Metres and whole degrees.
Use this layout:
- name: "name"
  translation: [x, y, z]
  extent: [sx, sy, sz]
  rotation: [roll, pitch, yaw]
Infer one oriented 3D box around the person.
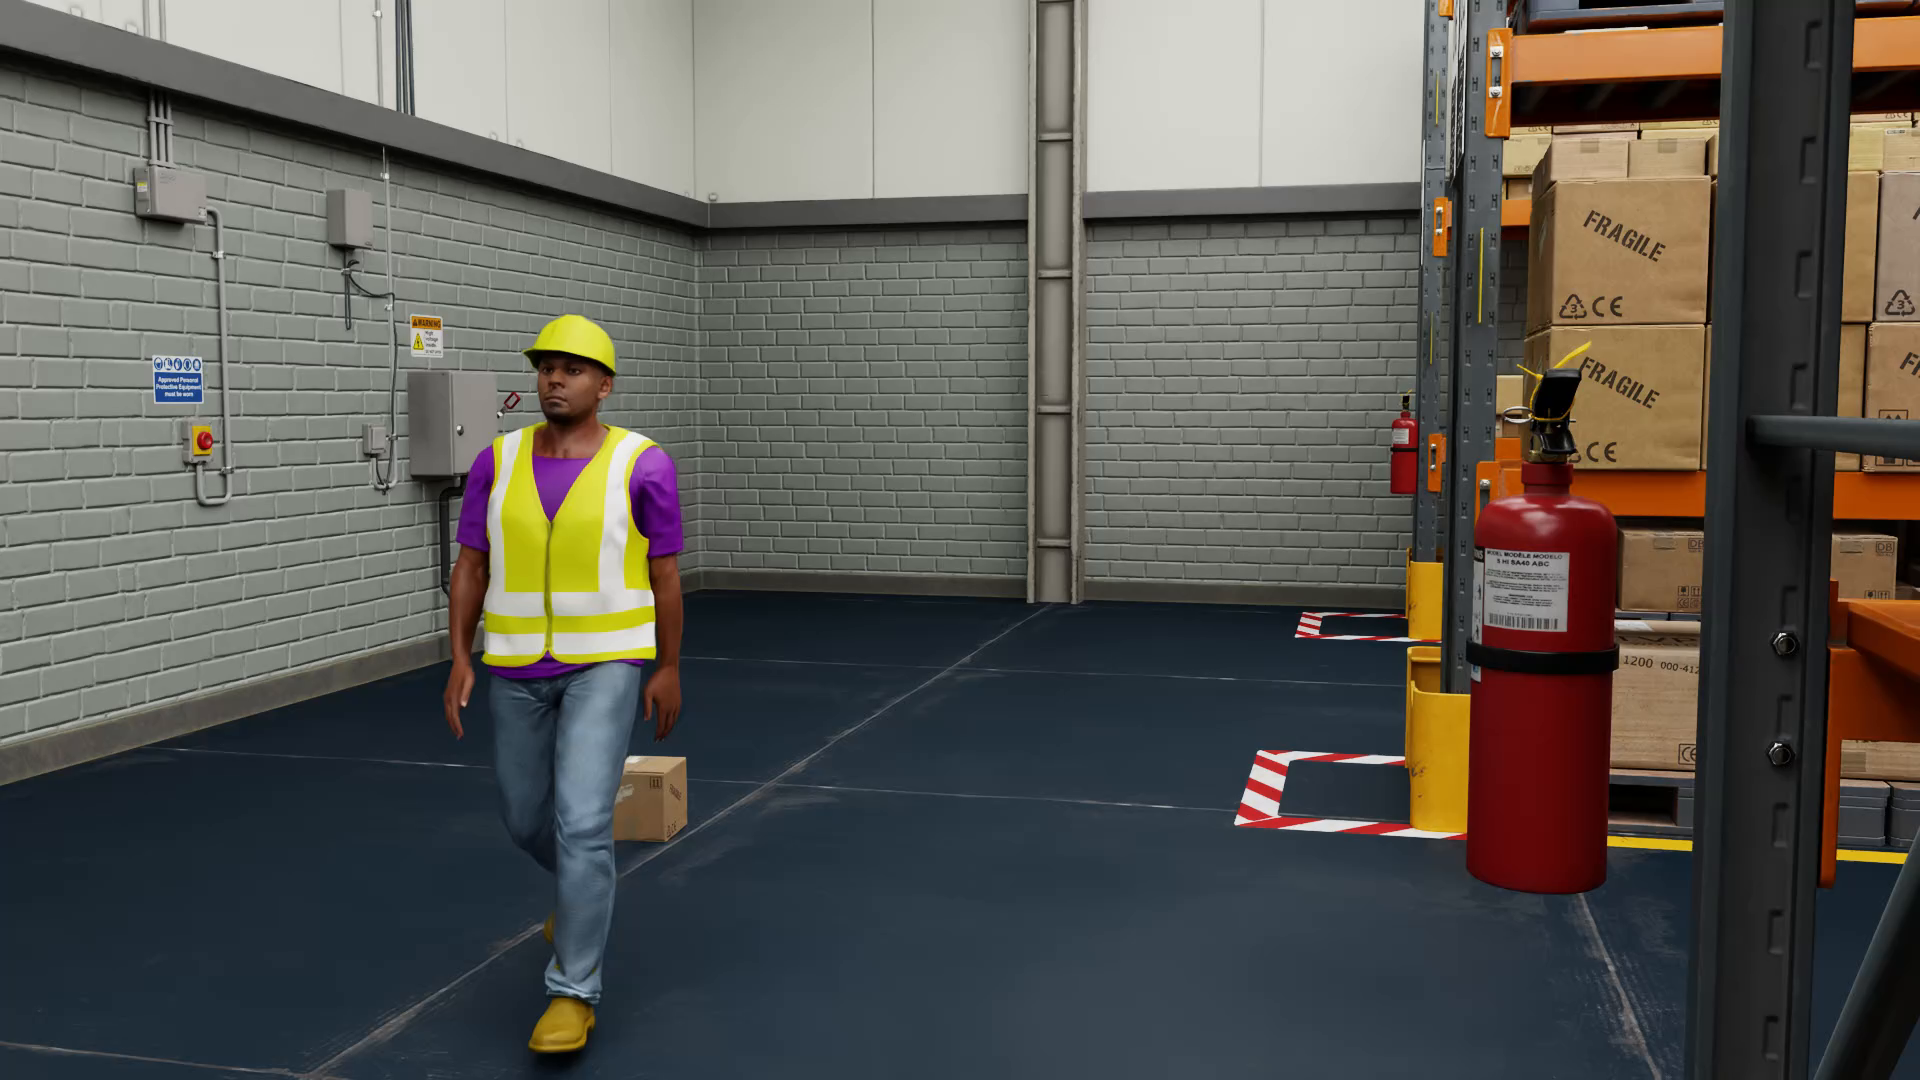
- name: "person"
  translation: [-0.994, 0.308, 4.180]
  extent: [0.567, 1.738, 0.917]
  rotation: [1, 5, 6]
